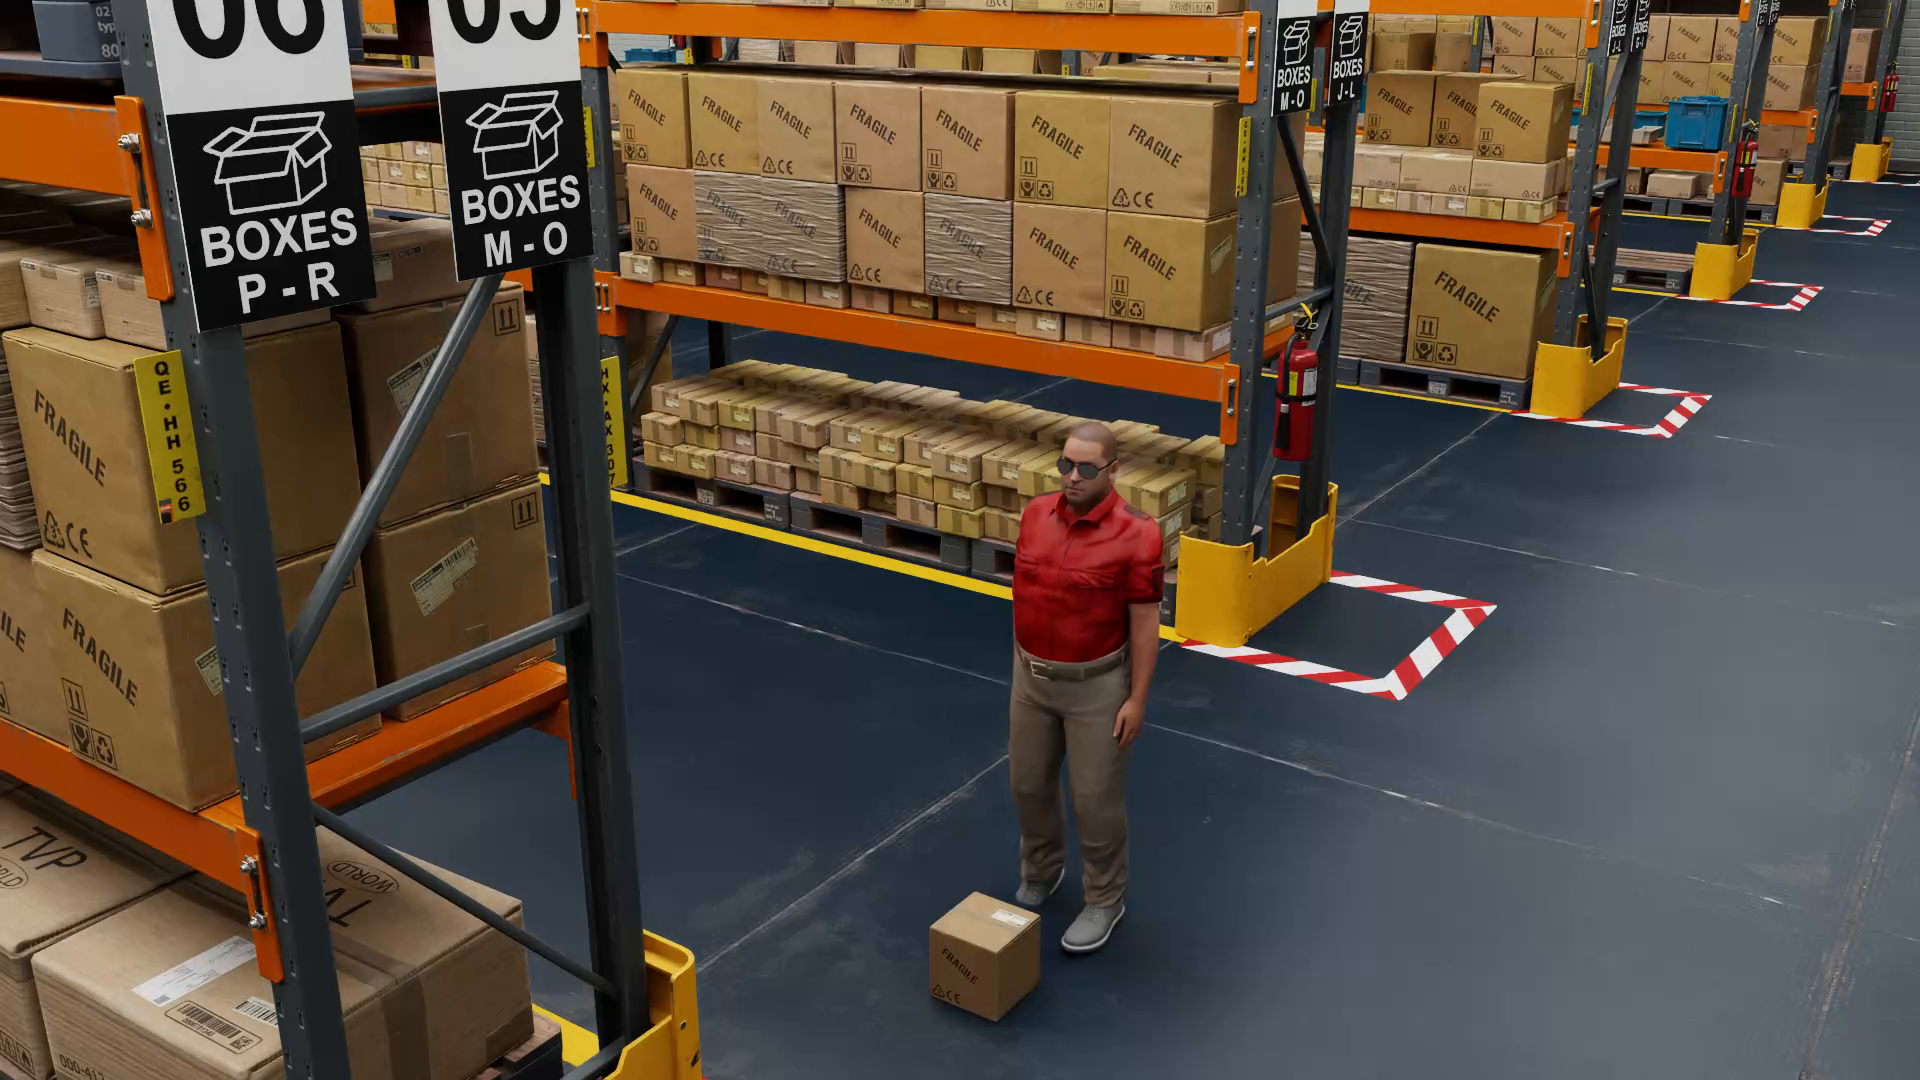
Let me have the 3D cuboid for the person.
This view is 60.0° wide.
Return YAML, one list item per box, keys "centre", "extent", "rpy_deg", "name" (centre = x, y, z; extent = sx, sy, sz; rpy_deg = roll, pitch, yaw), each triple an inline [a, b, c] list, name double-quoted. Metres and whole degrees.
- centre: [0.374, 0.502, 5.321]
  extent: [0.528, 1.799, 0.381]
  rpy_deg: [14, 24, 33]
  name: "person"
